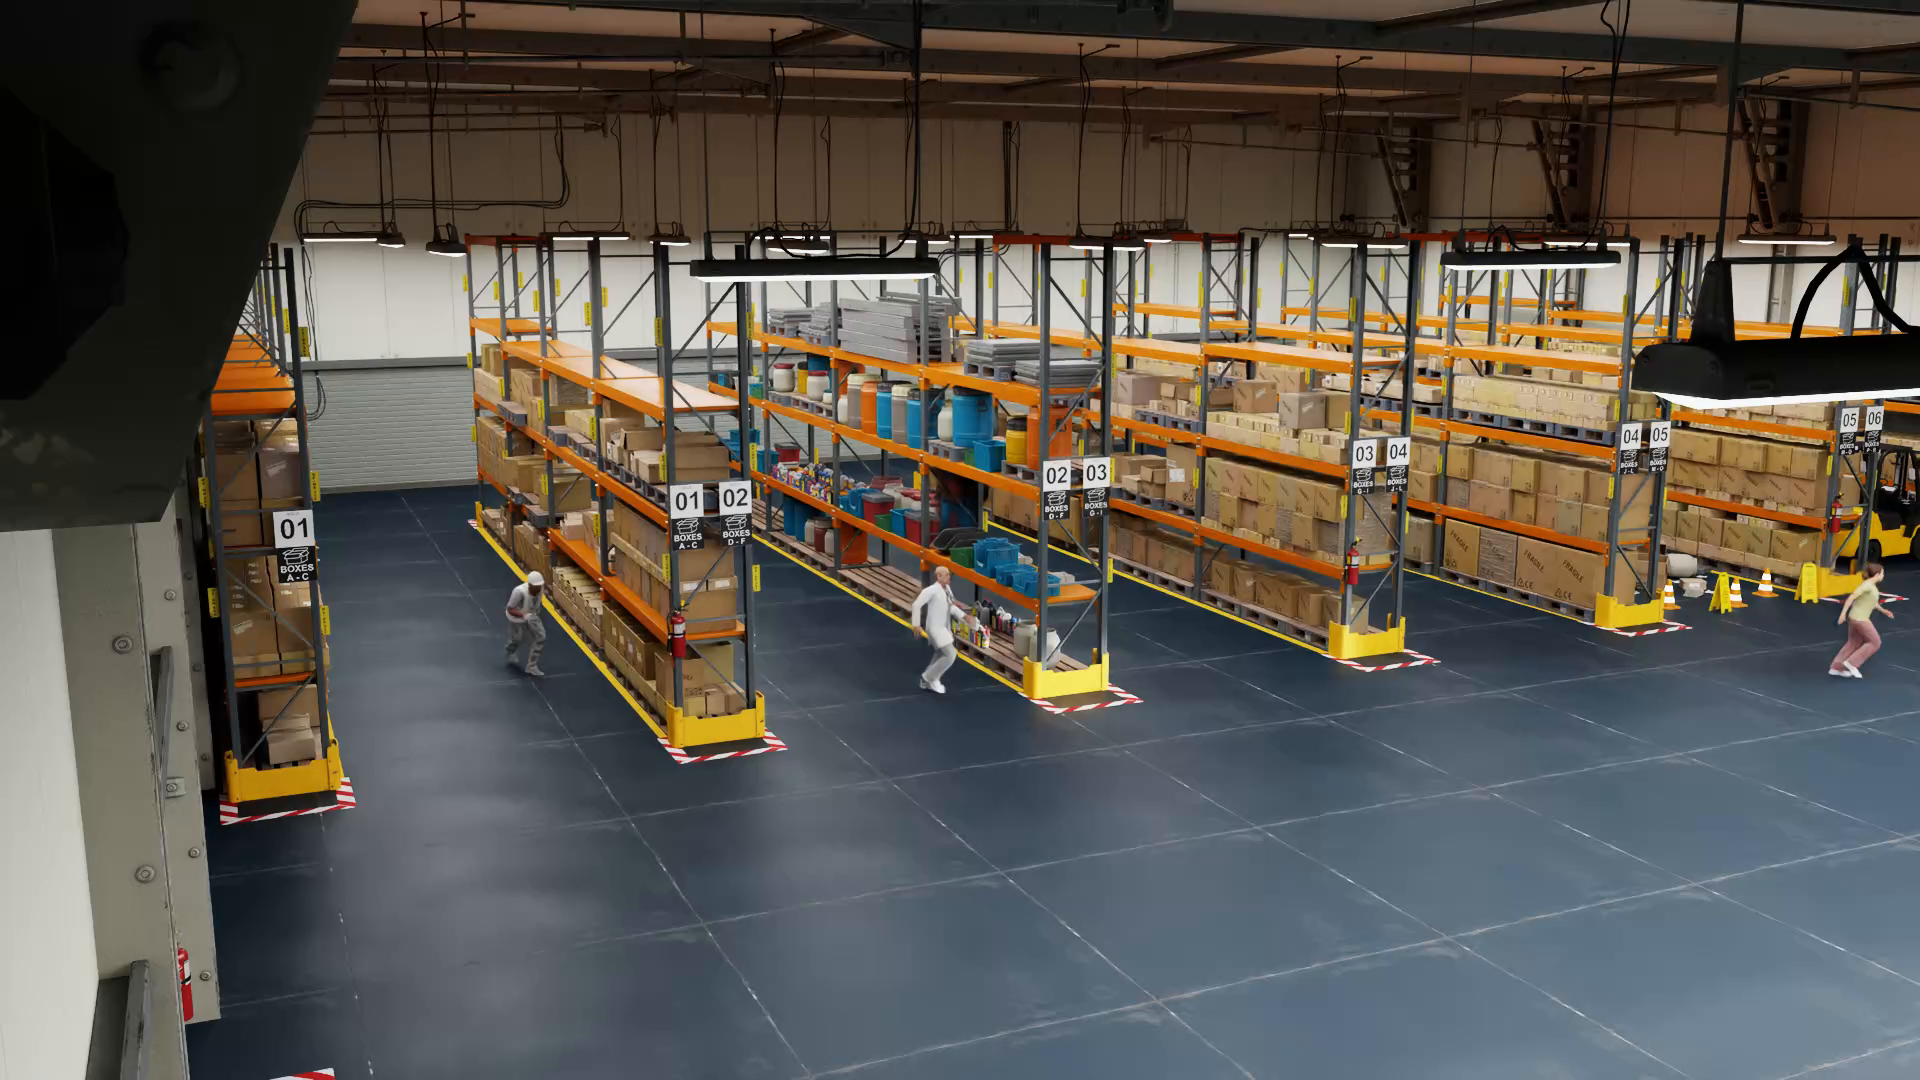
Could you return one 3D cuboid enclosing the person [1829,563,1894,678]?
[{"bbox_3d":[12.542,1.111,23.071,0.736,1.615,0.550,5,12,26],"label":"person"}]

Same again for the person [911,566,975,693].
[{"bbox_3d":[-0.235,1.204,22.245,0.759,1.724,0.701,5,12,25],"label":"person"}]

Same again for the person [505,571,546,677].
[{"bbox_3d":[-6.155,1.124,23.335,1.207,1.539,0.673,11,15,43],"label":"person"}]
